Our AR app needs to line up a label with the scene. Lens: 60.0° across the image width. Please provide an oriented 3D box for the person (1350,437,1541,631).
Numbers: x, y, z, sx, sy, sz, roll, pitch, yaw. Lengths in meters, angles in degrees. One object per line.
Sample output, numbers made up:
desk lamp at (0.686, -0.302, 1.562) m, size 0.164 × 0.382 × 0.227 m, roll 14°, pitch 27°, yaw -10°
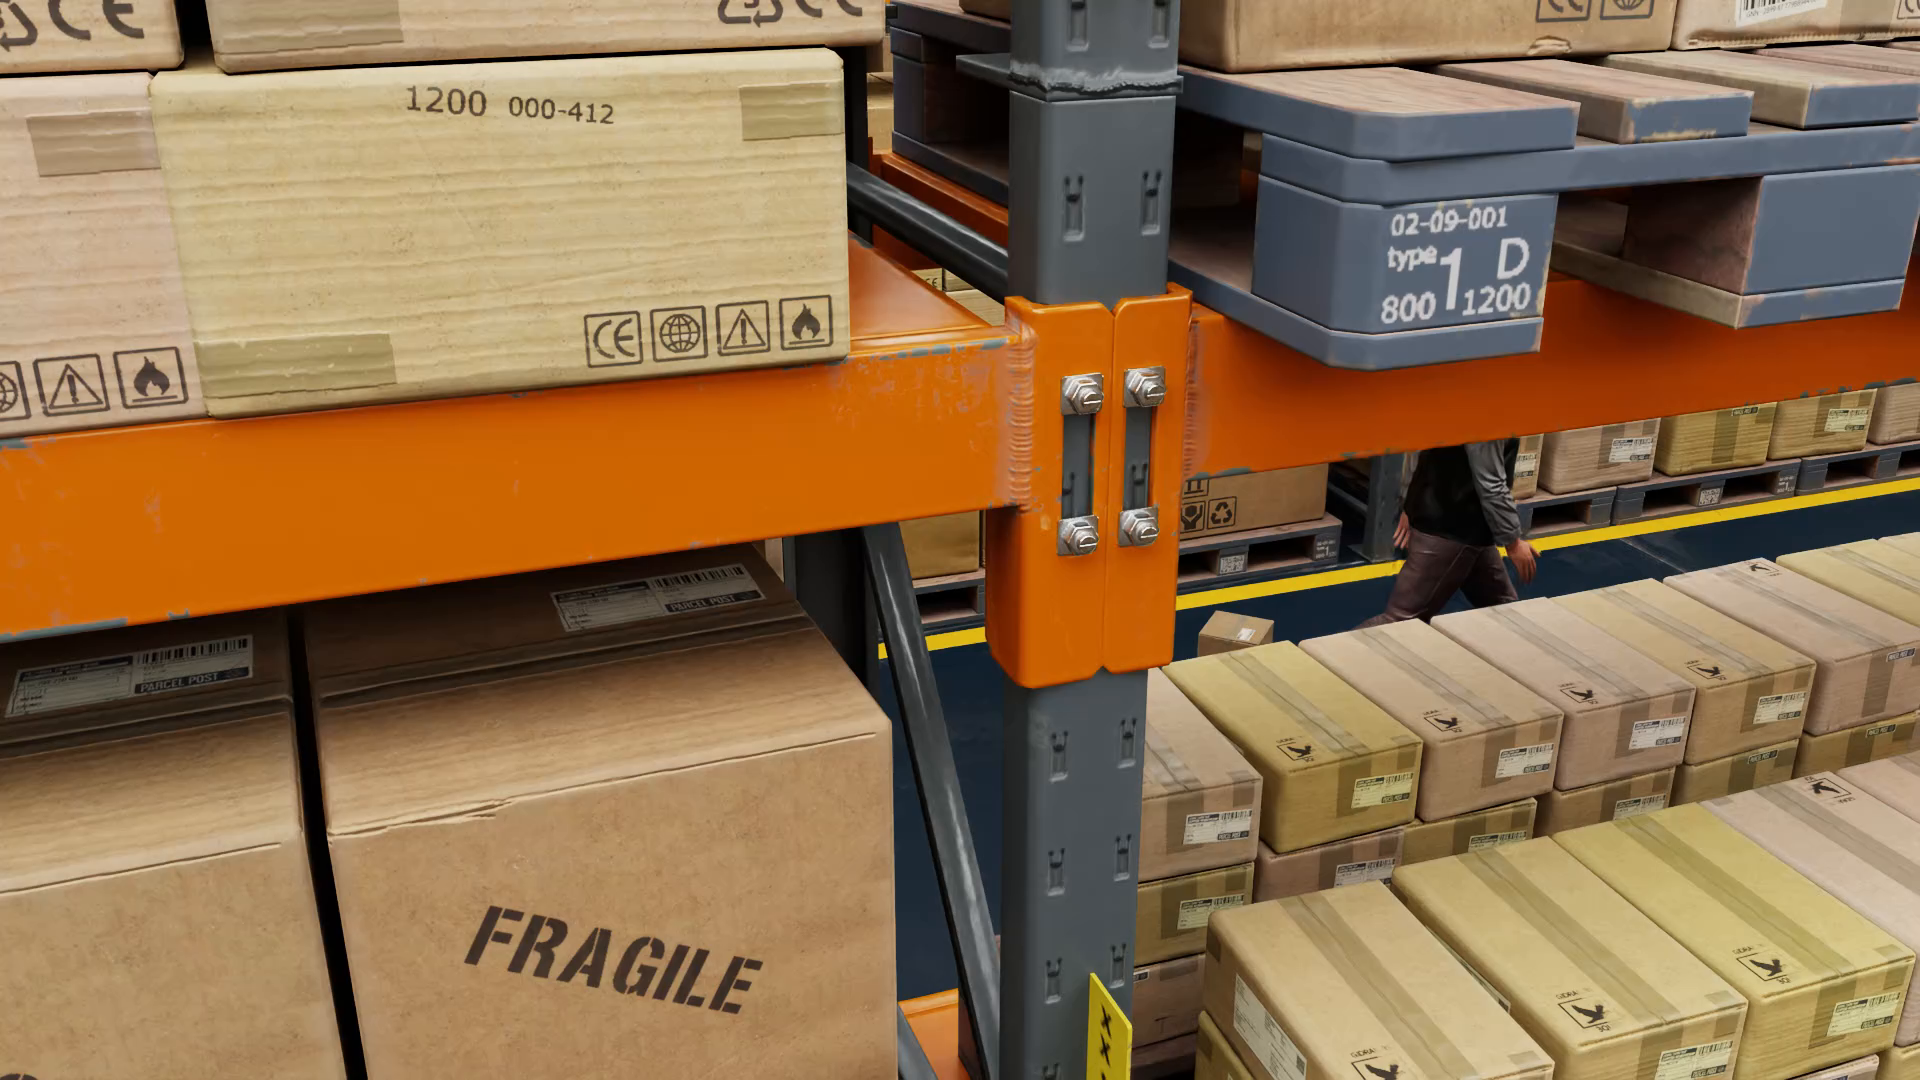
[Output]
person at (1.860, -0.048, 6.251) m, size 1.092 × 1.669 × 0.547 m, roll 3°, pitch 23°, yaw 7°
